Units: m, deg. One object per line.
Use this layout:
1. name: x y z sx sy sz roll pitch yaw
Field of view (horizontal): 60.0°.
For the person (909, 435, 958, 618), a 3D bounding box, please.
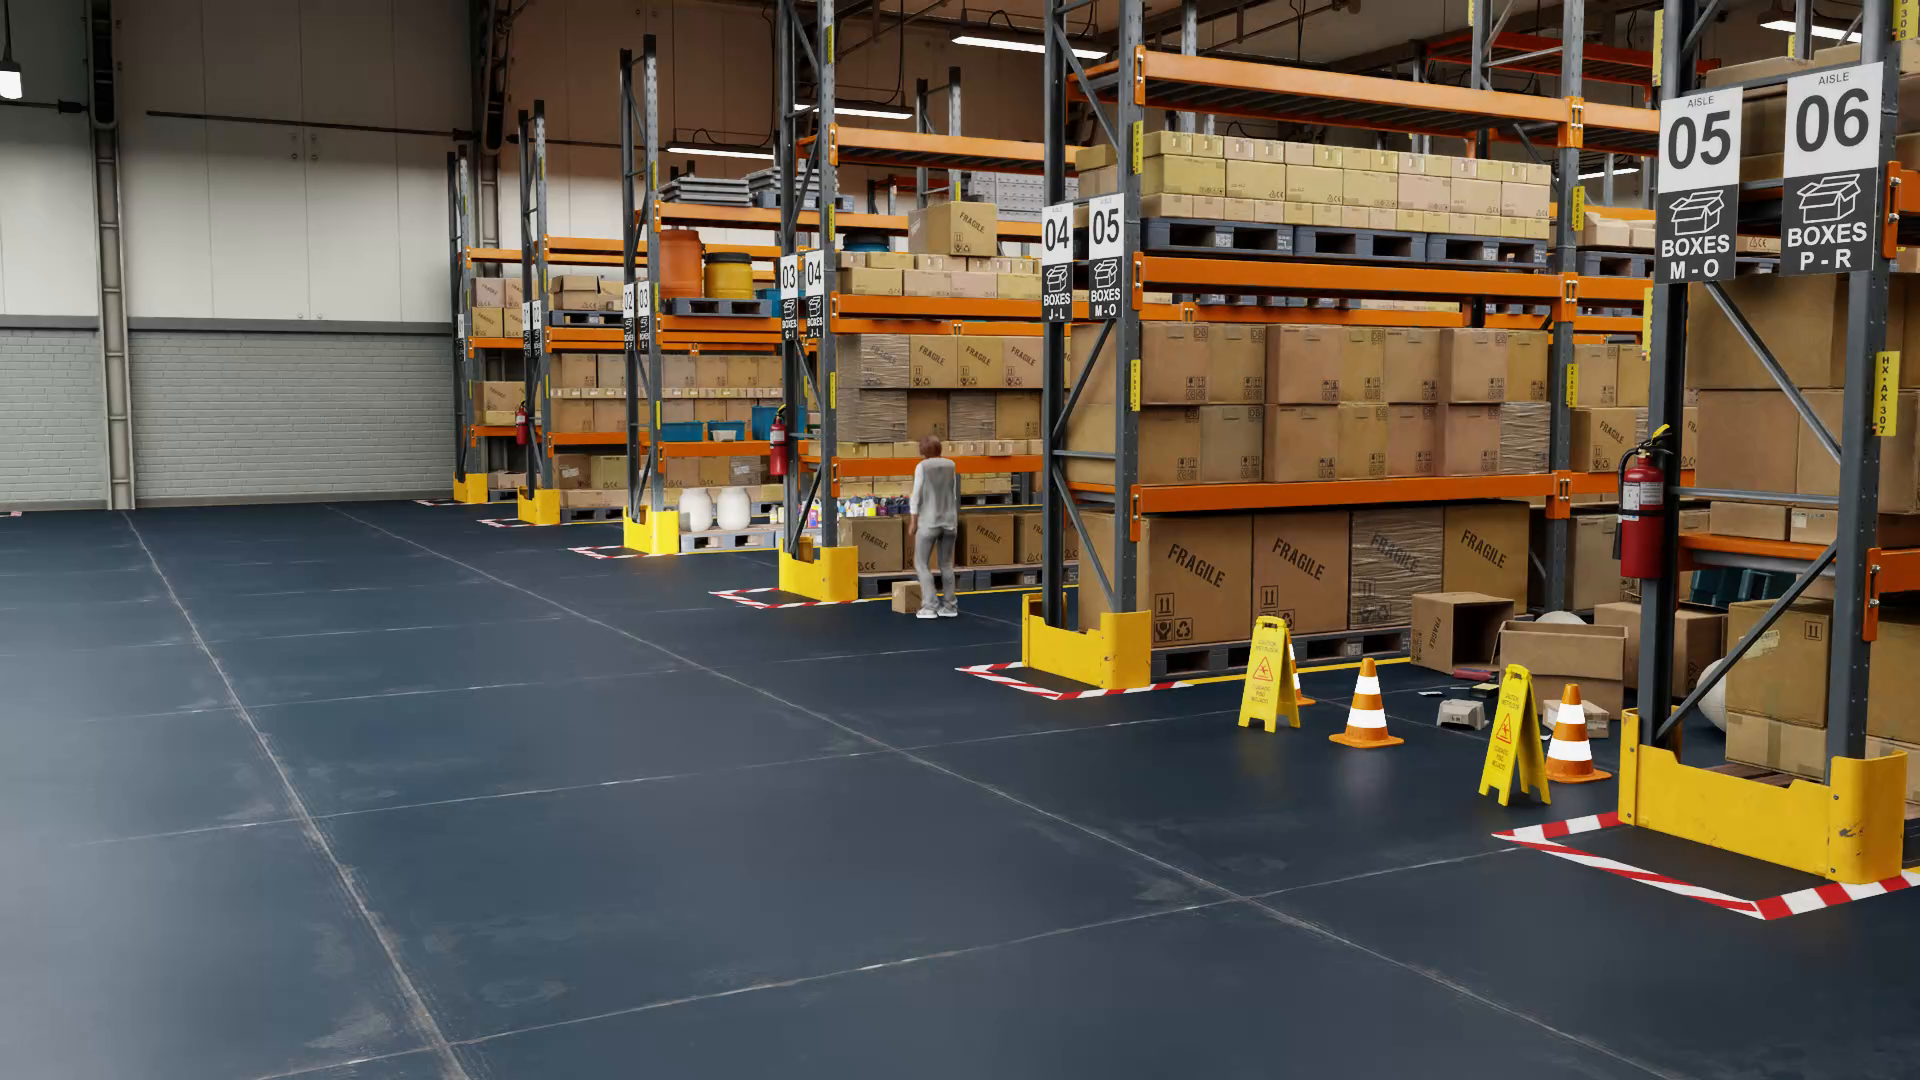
1. person: -0.224 -0.110 14.134 0.423 1.566 0.368 -3 6 -27
